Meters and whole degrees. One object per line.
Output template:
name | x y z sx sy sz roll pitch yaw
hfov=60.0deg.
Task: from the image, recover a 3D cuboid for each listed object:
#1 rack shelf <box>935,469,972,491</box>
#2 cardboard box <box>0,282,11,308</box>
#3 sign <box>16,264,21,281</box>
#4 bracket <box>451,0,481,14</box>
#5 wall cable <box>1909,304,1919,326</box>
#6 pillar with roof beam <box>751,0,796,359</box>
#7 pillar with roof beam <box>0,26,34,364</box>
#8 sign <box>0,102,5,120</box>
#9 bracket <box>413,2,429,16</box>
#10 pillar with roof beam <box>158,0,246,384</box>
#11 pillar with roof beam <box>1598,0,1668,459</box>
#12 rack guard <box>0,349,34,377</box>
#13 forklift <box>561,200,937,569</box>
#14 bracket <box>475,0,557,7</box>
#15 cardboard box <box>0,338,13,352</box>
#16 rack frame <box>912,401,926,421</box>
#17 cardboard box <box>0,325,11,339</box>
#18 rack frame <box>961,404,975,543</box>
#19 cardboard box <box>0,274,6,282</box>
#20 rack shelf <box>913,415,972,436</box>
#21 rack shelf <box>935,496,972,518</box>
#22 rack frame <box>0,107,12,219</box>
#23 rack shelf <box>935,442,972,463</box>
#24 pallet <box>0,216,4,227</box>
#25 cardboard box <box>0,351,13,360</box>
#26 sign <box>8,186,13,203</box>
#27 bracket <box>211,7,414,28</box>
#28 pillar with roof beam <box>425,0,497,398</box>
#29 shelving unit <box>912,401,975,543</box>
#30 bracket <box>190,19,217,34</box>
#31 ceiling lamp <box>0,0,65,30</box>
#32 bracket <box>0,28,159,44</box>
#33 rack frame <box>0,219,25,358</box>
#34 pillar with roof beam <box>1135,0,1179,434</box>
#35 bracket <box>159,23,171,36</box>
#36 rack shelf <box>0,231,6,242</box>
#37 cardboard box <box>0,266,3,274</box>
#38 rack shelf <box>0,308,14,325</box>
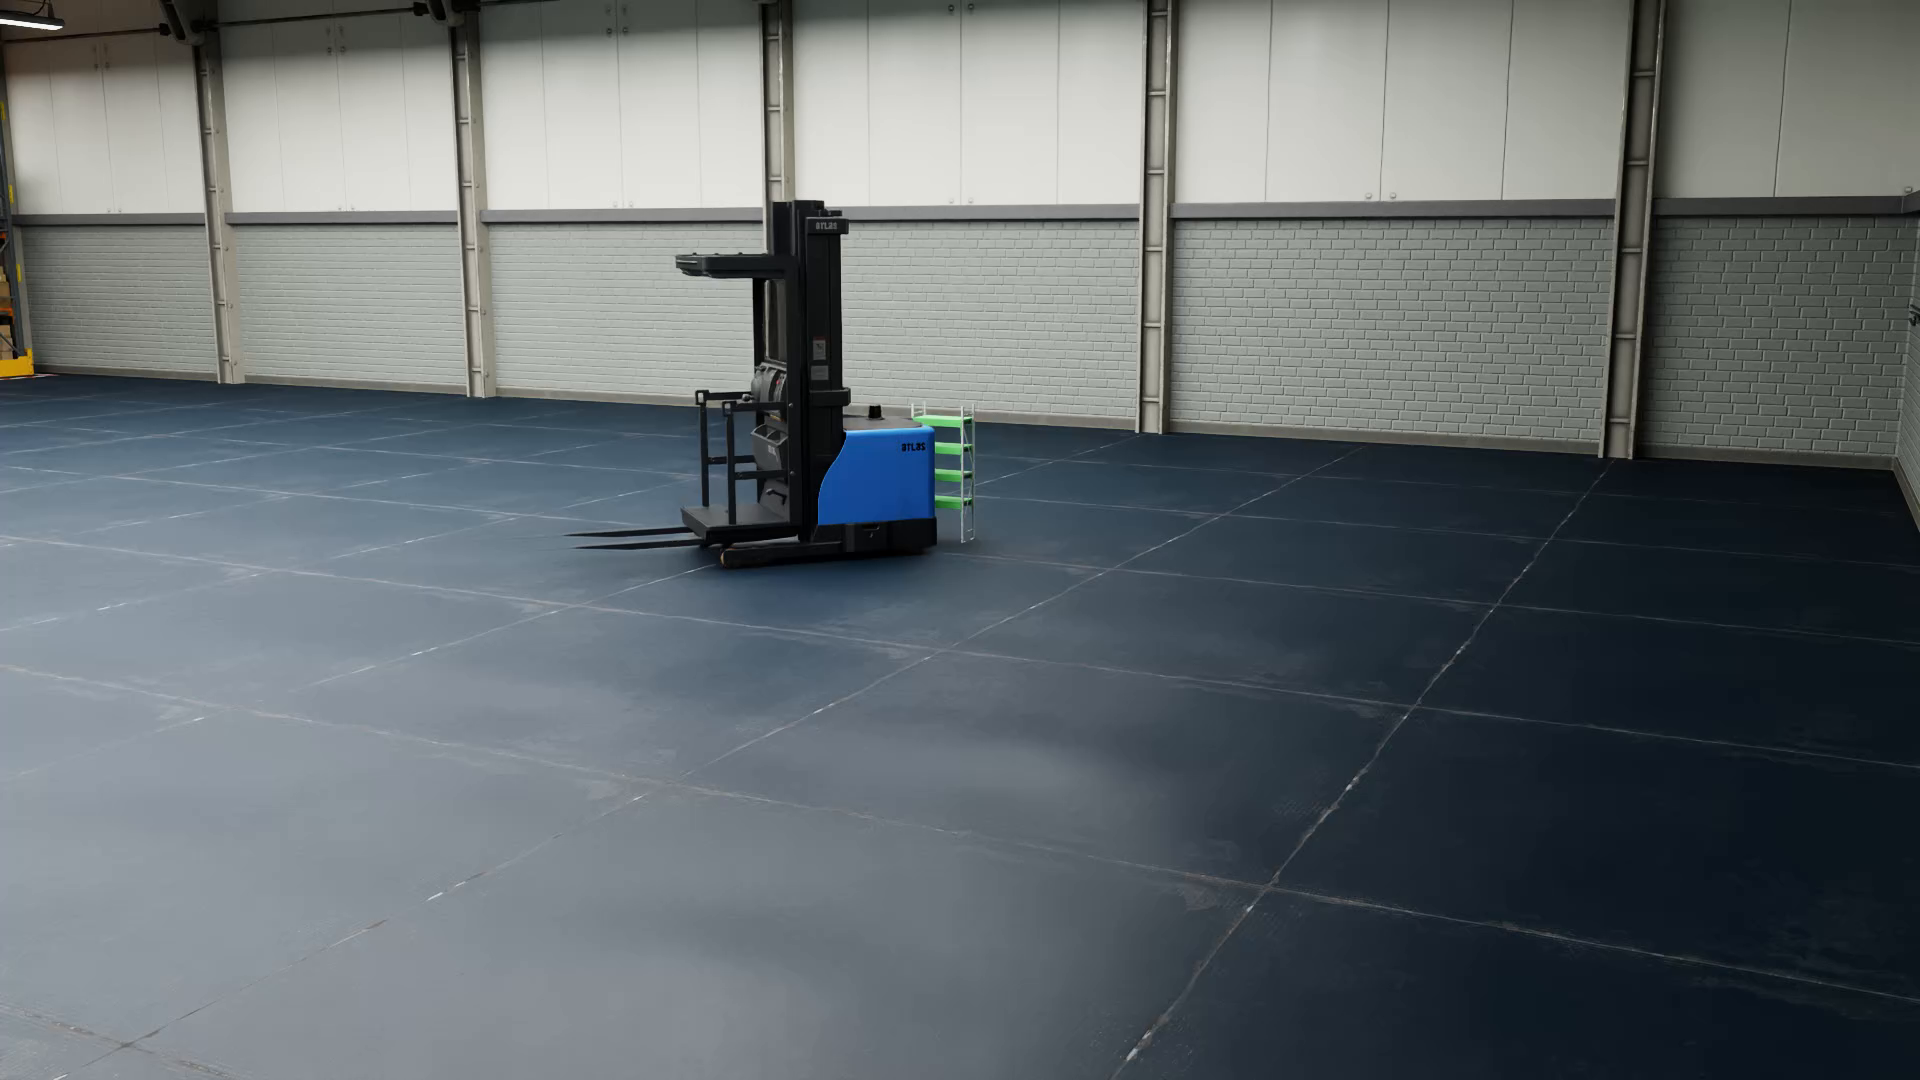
rack shelf | -0.147 -0.541 14.707 0.480 0.148 0.258 5 12 26
cardboard box | -18.960 -4.792 32.506 0.500 0.500 0.500 5 12 28
sign | -18.387 -5.213 32.457 0.005 0.325 0.100 5 11 26
bracket | -7.887 -8.547 26.579 0.430 0.232 0.235 5 11 26
wall cable | 10.096 -3.475 17.383 0.112 2.526 3.097 5 11 26
pillar with roof beam | -4.627 -5.705 20.982 0.548 9.000 9.100 5 11 26
pillar with roof beam | -20.769 -7.123 28.819 0.400 9.000 9.100 5 11 26
sign | -18.387 -8.237 31.909 0.005 0.325 0.100 5 11 26
bracket | -8.632 -8.612 26.940 0.430 0.232 0.235 5 11 26
pillar with roof beam | -15.388 -6.650 26.207 0.548 9.000 9.100 5 11 26
pillar with roof beam | 6.135 -4.759 15.757 0.400 9.000 9.100 5 11 26
rack guard | -18.617 -3.428 32.266 0.348 0.500 1.175 5 11 26
forklift | -1.768 -1.316 13.770 3.031 2.935 1.130 -4 11 -21
bracket | -5.562 -8.342 25.449 4.783 0.066 0.076 5 11 26
cardboard box | -18.968 -3.829 32.605 0.500 0.250 0.500 5 12 27
rack frame | -0.365 -0.623 14.803 0.015 1.200 0.240 5 12 26
cardboard box | -18.986 -4.073 32.548 0.500 0.250 0.500 5 11 25
rack frame | 0.072 -0.585 14.589 0.015 1.200 0.240 5 12 26
cardboard box | -18.828 -5.096 32.364 0.250 0.149 0.380 5 11 24
rack shelf | -0.147 -1.013 14.621 0.480 0.148 0.258 5 12 26
rack shelf | -0.146 -0.305 14.750 0.480 0.148 0.258 5 12 26
rack frame | -18.638 -7.612 31.519 0.127 3.000 1.000 5 11 26
rack shelf | -0.147 -0.777 14.664 0.480 0.148 0.258 5 12 26
pallet | -19.261 -6.152 32.125 1.213 0.211 1.003 5 11 26
cardboard box | -18.992 -3.583 32.648 0.500 0.250 0.500 5 11 26
sign | -18.387 -6.693 32.189 0.005 0.325 0.100 5 11 26
bracket | -10.942 -8.815 28.062 4.783 0.066 0.076 5 11 26
pillar with roof beam | -10.007 -6.177 23.594 0.548 9.000 9.100 5 11 26
shelving unit | -0.147 -0.604 14.696 0.503 1.200 0.258 5 12 26
bracket | -13.268 -9.020 29.191 0.430 0.232 0.235 5 11 26
ceiling lamp | -14.261 -9.335 24.652 0.800 3.185 2.000 5 11 26
bracket | -16.323 -9.288 30.674 4.783 0.066 0.076 5 11 26
rack frame | -18.638 -4.660 32.054 0.127 3.000 1.000 5 11 26
pillar with roof beam | 0.754 -5.232 18.369 0.400 9.000 9.100 5 11 26
bracket | -14.013 -9.085 29.552 0.430 0.232 0.235 5 11 26
rack shelf | -20.432 -5.939 32.721 4.000 0.370 1.077 5 11 26
cardboard box | -18.845 -5.235 32.295 0.250 0.149 0.380 5 11 25
rack shelf | -20.432 -4.463 32.989 4.000 0.370 1.077 5 11 26
